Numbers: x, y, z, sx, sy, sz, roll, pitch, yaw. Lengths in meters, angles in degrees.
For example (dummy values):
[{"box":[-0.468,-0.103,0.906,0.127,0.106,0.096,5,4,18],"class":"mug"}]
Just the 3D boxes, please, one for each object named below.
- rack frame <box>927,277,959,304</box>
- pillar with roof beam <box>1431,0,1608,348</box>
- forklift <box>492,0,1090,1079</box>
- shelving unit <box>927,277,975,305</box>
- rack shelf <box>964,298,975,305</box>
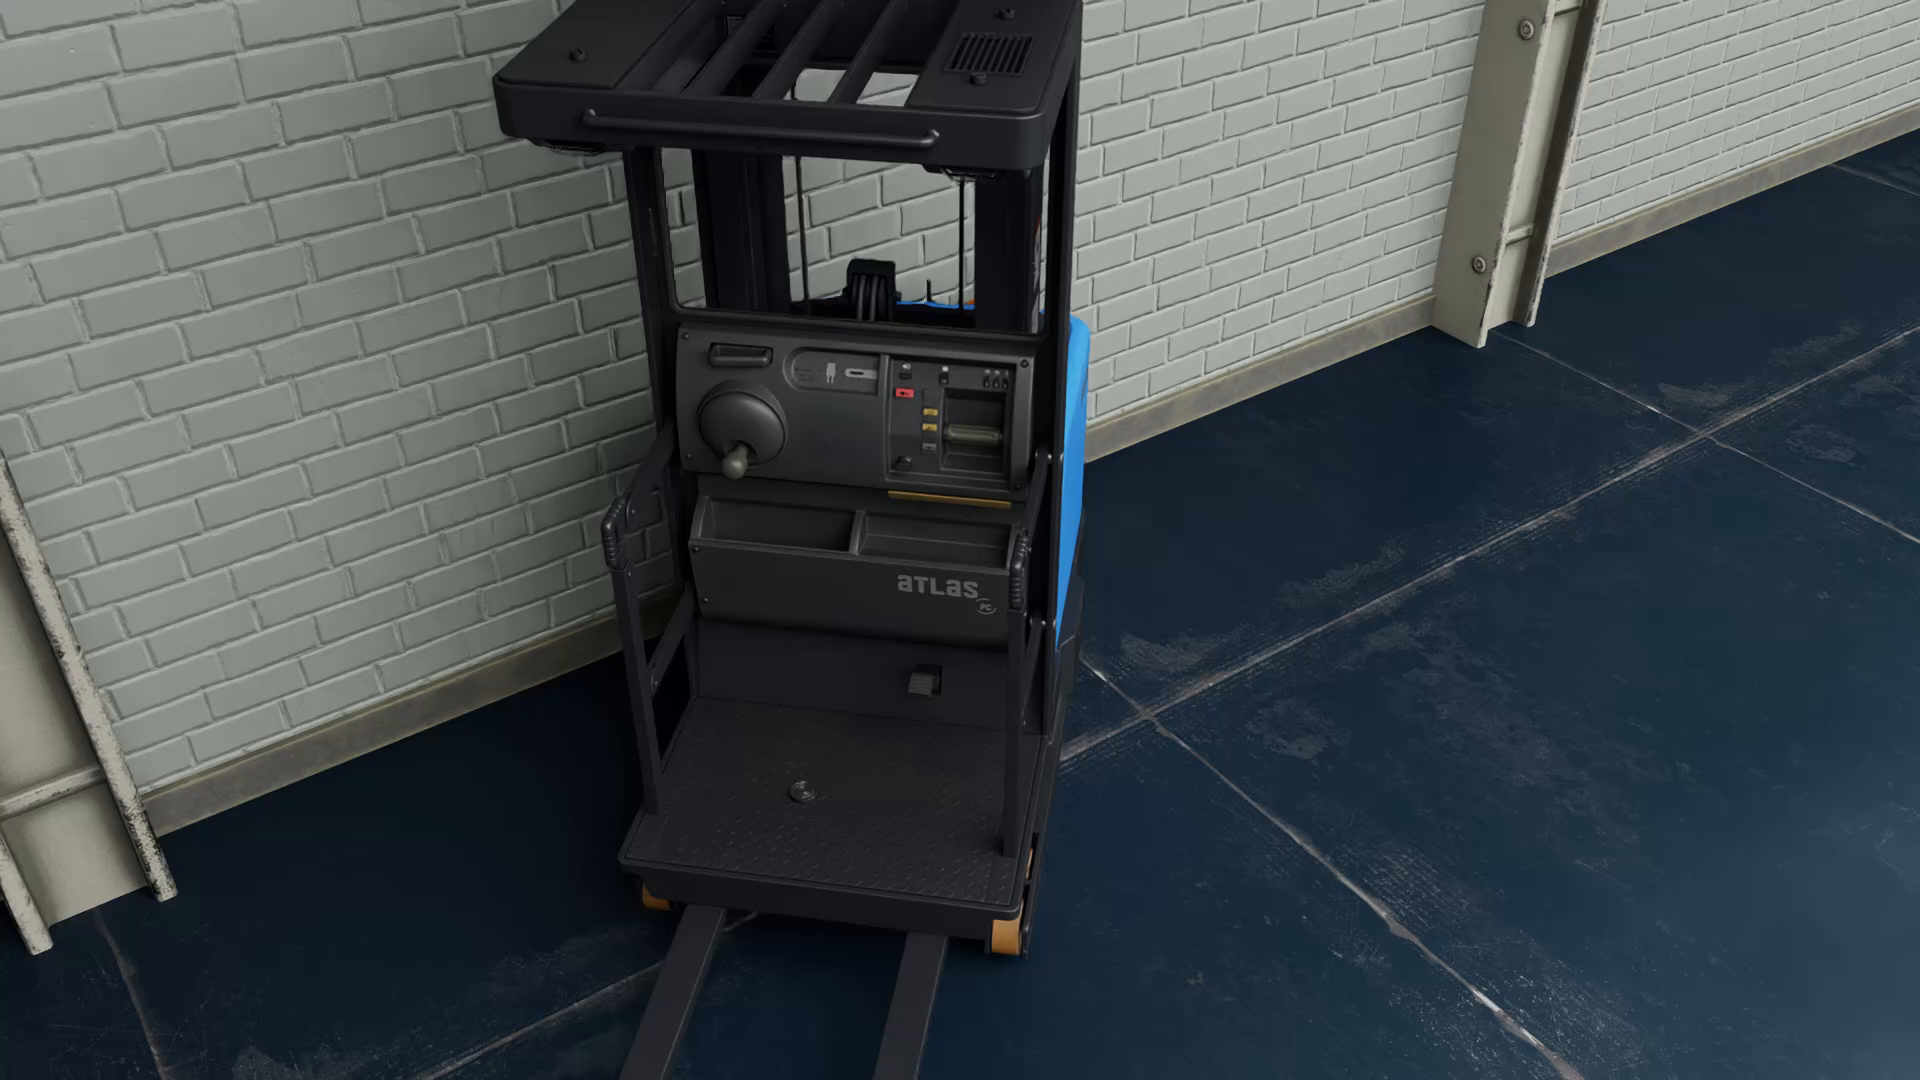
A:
[{"box":[-0.046,-0.424,5.937,0.008,1.050,0.200,-23,41,-29],"class":"rack frame"},{"box":[4.868,-2.596,2.153,0.400,9.000,9.100,-22,41,-28],"class":"pillar with roof beam"},{"box":[-0.309,-0.262,4.104,1.130,2.935,3.031,5,36,8],"class":"forklift"},{"box":[0.052,-0.466,5.996,0.252,1.050,0.215,-23,41,-29],"class":"shelving unit"},{"box":[0.049,-0.690,5.839,0.240,0.259,0.215,-23,41,-29],"class":"rack shelf"}]
